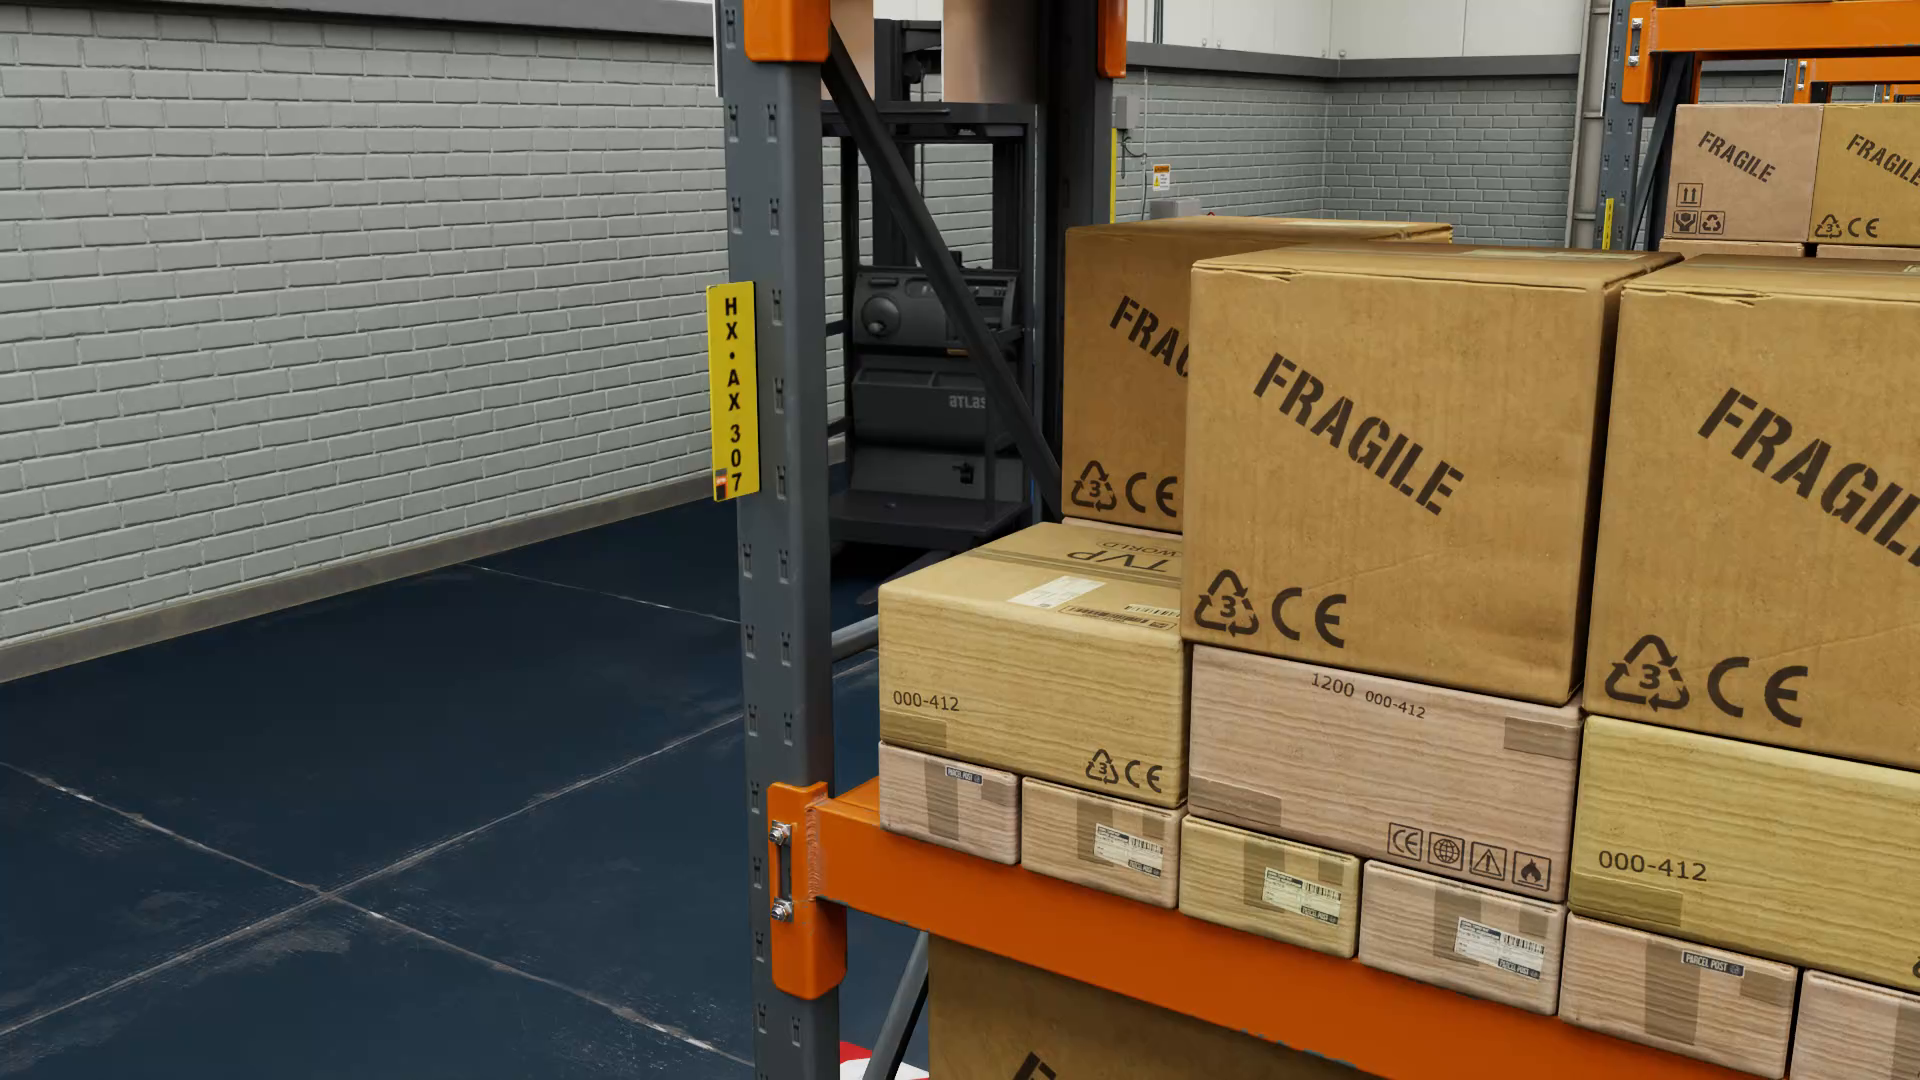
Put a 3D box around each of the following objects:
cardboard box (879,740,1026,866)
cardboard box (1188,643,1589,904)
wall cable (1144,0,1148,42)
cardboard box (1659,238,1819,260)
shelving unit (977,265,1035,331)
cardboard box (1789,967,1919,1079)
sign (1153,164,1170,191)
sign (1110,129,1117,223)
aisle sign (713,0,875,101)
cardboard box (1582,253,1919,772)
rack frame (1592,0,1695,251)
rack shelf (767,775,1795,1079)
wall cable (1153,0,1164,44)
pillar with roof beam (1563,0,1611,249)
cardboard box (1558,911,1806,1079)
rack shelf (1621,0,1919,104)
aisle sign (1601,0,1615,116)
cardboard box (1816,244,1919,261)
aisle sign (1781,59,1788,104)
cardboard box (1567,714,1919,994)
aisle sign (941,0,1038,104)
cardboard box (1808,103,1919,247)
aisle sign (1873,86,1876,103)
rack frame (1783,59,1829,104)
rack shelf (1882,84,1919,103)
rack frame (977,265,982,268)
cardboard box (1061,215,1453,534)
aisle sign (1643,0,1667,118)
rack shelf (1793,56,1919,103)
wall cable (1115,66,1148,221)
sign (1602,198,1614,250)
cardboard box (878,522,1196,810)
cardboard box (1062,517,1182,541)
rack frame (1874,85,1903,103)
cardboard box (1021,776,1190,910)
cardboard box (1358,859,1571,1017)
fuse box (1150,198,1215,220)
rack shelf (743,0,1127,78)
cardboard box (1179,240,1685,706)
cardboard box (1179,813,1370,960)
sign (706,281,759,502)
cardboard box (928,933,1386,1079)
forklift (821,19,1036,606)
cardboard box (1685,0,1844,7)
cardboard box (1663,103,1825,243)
[{"bbox_3d":[0.081,0.359,2.655,0.250,0.149,0.380,9,17,33],"label":"cardboard box"},{"bbox_3d":[0.654,0.238,2.311,0.500,0.250,0.500,9,16,32],"label":"cardboard box"},{"bbox_3d":[1.047,-5.621,13.803,0.029,3.000,2.355,9,17,33],"label":"wall cable"},{"bbox_3d":[3.041,-0.930,6.509,0.500,0.500,0.500,10,17,35],"label":"cardboard box"},{"bbox_3d":[0.410,-0.975,10.642,0.755,1.500,0.431,5,15,19],"label":"shelving unit"},{"bbox_3d":[1.150,0.531,1.960,0.250,0.149,0.380,9,16,32],"label":"cardboard box"},{"bbox_3d":[1.901,-3.421,15.682,0.001,0.242,0.339,9,17,33],"label":"sign"},{"bbox_3d":[0.285,-0.660,3.344,0.005,0.325,0.100,9,17,33],"label":"sign"},{"bbox_3d":[-0.256,-1.088,2.568,0.004,0.787,0.394,9,17,33],"label":"aisle sign"},{"bbox_3d":[1.067,-0.059,1.951,0.500,0.500,0.500,9,16,31],"label":"cardboard box"},{"bbox_3d":[2.823,-0.852,7.023,0.127,3.000,1.000,9,17,33],"label":"rack frame"},{"bbox_3d":[1.631,0.741,2.085,4.000,0.370,1.077,9,17,33],"label":"rack shelf"},{"bbox_3d":[2.633,-6.190,16.022,0.133,3.039,2.988,9,17,33],"label":"wall cable"},{"bbox_3d":[4.132,-5.438,13.063,0.400,9.000,9.100,9,17,33],"label":"pillar with roof beam"},{"bbox_3d":[0.935,0.496,2.099,0.250,0.149,0.380,9,16,32],"label":"cardboard box"},{"bbox_3d":[4.483,-1.691,5.665,4.000,0.370,1.077,9,17,33],"label":"rack shelf"},{"bbox_3d":[2.595,-2.064,6.508,0.004,0.787,0.394,9,17,33],"label":"aisle sign"},{"bbox_3d":[3.500,-0.863,6.240,0.500,0.500,0.500,9,17,33],"label":"cardboard box"},{"bbox_3d":[5.280,-3.066,10.558,0.004,0.787,0.394,9,17,33],"label":"aisle sign"},{"bbox_3d":[1.069,0.306,2.036,0.500,0.250,0.500,9,16,31],"label":"cardboard box"},{"bbox_3d":[0.079,-1.208,3.051,0.004,0.787,0.394,9,17,33],"label":"aisle sign"},{"bbox_3d":[3.470,-1.351,6.130,0.500,0.500,0.500,10,17,34],"label":"cardboard box"},{"bbox_3d":[8.048,-4.055,14.553,0.004,0.787,0.394,9,17,33],"label":"aisle sign"},{"bbox_3d":[5.502,-1.853,11.065,0.127,3.000,1.000,9,17,33],"label":"rack frame"},{"bbox_3d":[9.928,-3.681,13.707,4.000,0.370,1.077,9,17,33],"label":"rack shelf"},{"bbox_3d":[0.066,-1.005,10.762,0.023,1.500,0.400,5,15,19],"label":"rack frame"},{"bbox_3d":[0.522,-0.299,2.922,0.500,0.500,0.500,9,17,33],"label":"cardboard box"},{"bbox_3d":[2.930,-2.184,6.992,0.004,0.787,0.394,9,17,33],"label":"aisle sign"},{"bbox_3d":[7.161,-2.691,9.707,4.000,0.370,1.077,9,17,33],"label":"rack shelf"},{"bbox_3d":[1.592,-3.382,15.127,0.122,1.984,0.588,9,17,33],"label":"wall cable"},{"bbox_3d":[2.520,-1.164,6.482,0.005,0.325,0.100,9,17,33],"label":"sign"},{"bbox_3d":[0.219,0.170,2.587,0.500,0.250,0.500,9,16,31],"label":"cardboard box"},{"bbox_3d":[0.521,0.064,3.016,0.500,0.250,0.500,9,16,32],"label":"cardboard box"},{"bbox_3d":[8.269,-2.843,15.065,0.127,3.000,1.000,9,17,33],"label":"rack frame"},{"bbox_3d":[0.295,0.393,2.517,0.250,0.149,0.380,9,16,32],"label":"cardboard box"},{"bbox_3d":[0.725,0.462,2.238,0.250,0.149,0.380,9,16,32],"label":"cardboard box"},{"bbox_3d":[2.103,-2.378,15.868,0.414,1.711,0.539,9,17,33],"label":"fuse box"},{"bbox_3d":[1.631,-0.715,1.725,4.000,0.370,1.077,9,17,33],"label":"rack shelf"},{"bbox_3d":[0.633,-0.127,2.226,0.500,0.500,0.500,9,16,31],"label":"cardboard box"},{"bbox_3d":[0.508,0.427,2.378,0.250,0.149,0.380,9,16,31],"label":"cardboard box"},{"bbox_3d":[-0.344,-0.225,2.525,0.005,0.325,0.100,9,17,33],"label":"sign"},{"bbox_3d":[0.547,1.021,3.005,0.875,0.875,0.875,9,17,33],"label":"cardboard box"},{"bbox_3d":[-0.216,-1.276,8.879,1.130,2.935,3.031,5,15,20],"label":"forklift"},{"bbox_3d":[3.053,-2.124,6.231,0.500,0.250,0.500,10,17,35],"label":"cardboard box"},{"bbox_3d":[3.047,-1.417,6.398,0.500,0.500,0.500,9,17,32],"label":"cardboard box"}]
